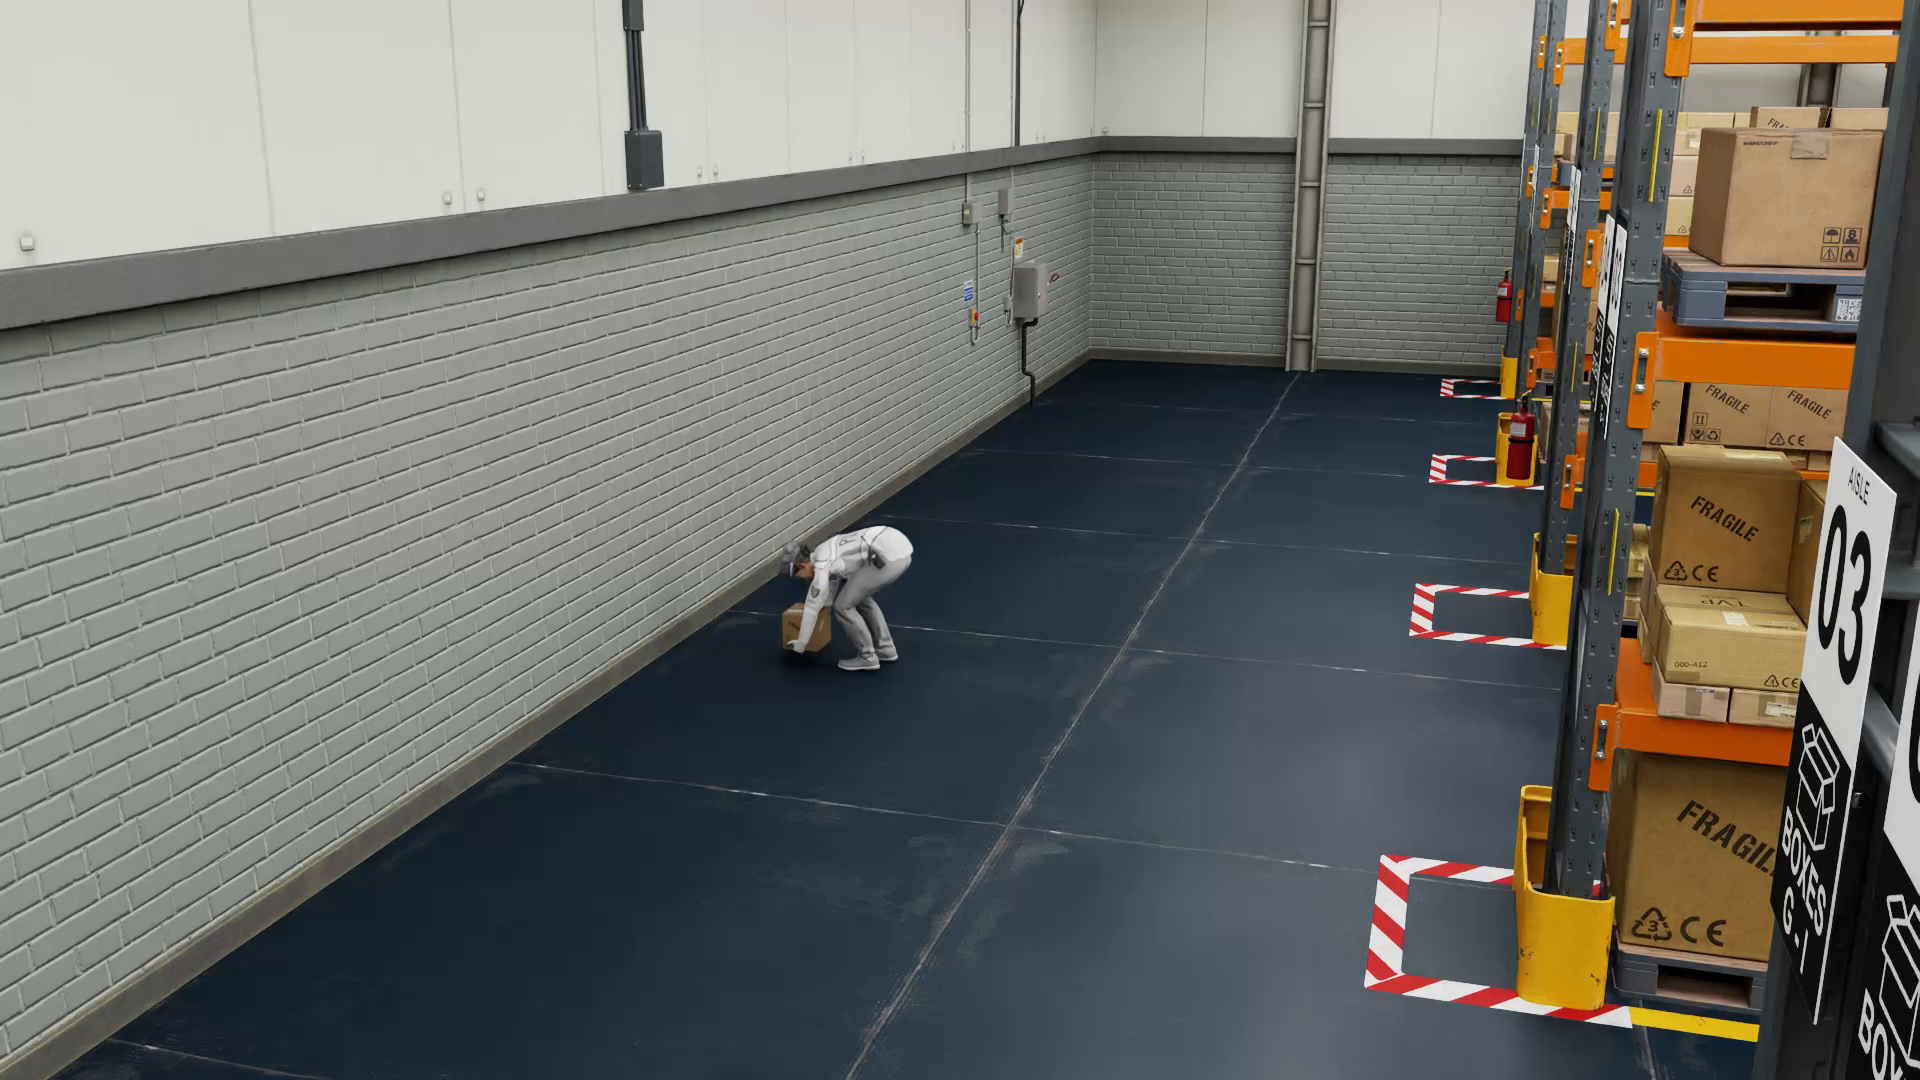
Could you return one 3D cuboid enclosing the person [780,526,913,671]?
[{"bbox_3d":[-0.754,0.370,11.028,0.891,0.947,0.437,4,16,13],"label":"person"}]
